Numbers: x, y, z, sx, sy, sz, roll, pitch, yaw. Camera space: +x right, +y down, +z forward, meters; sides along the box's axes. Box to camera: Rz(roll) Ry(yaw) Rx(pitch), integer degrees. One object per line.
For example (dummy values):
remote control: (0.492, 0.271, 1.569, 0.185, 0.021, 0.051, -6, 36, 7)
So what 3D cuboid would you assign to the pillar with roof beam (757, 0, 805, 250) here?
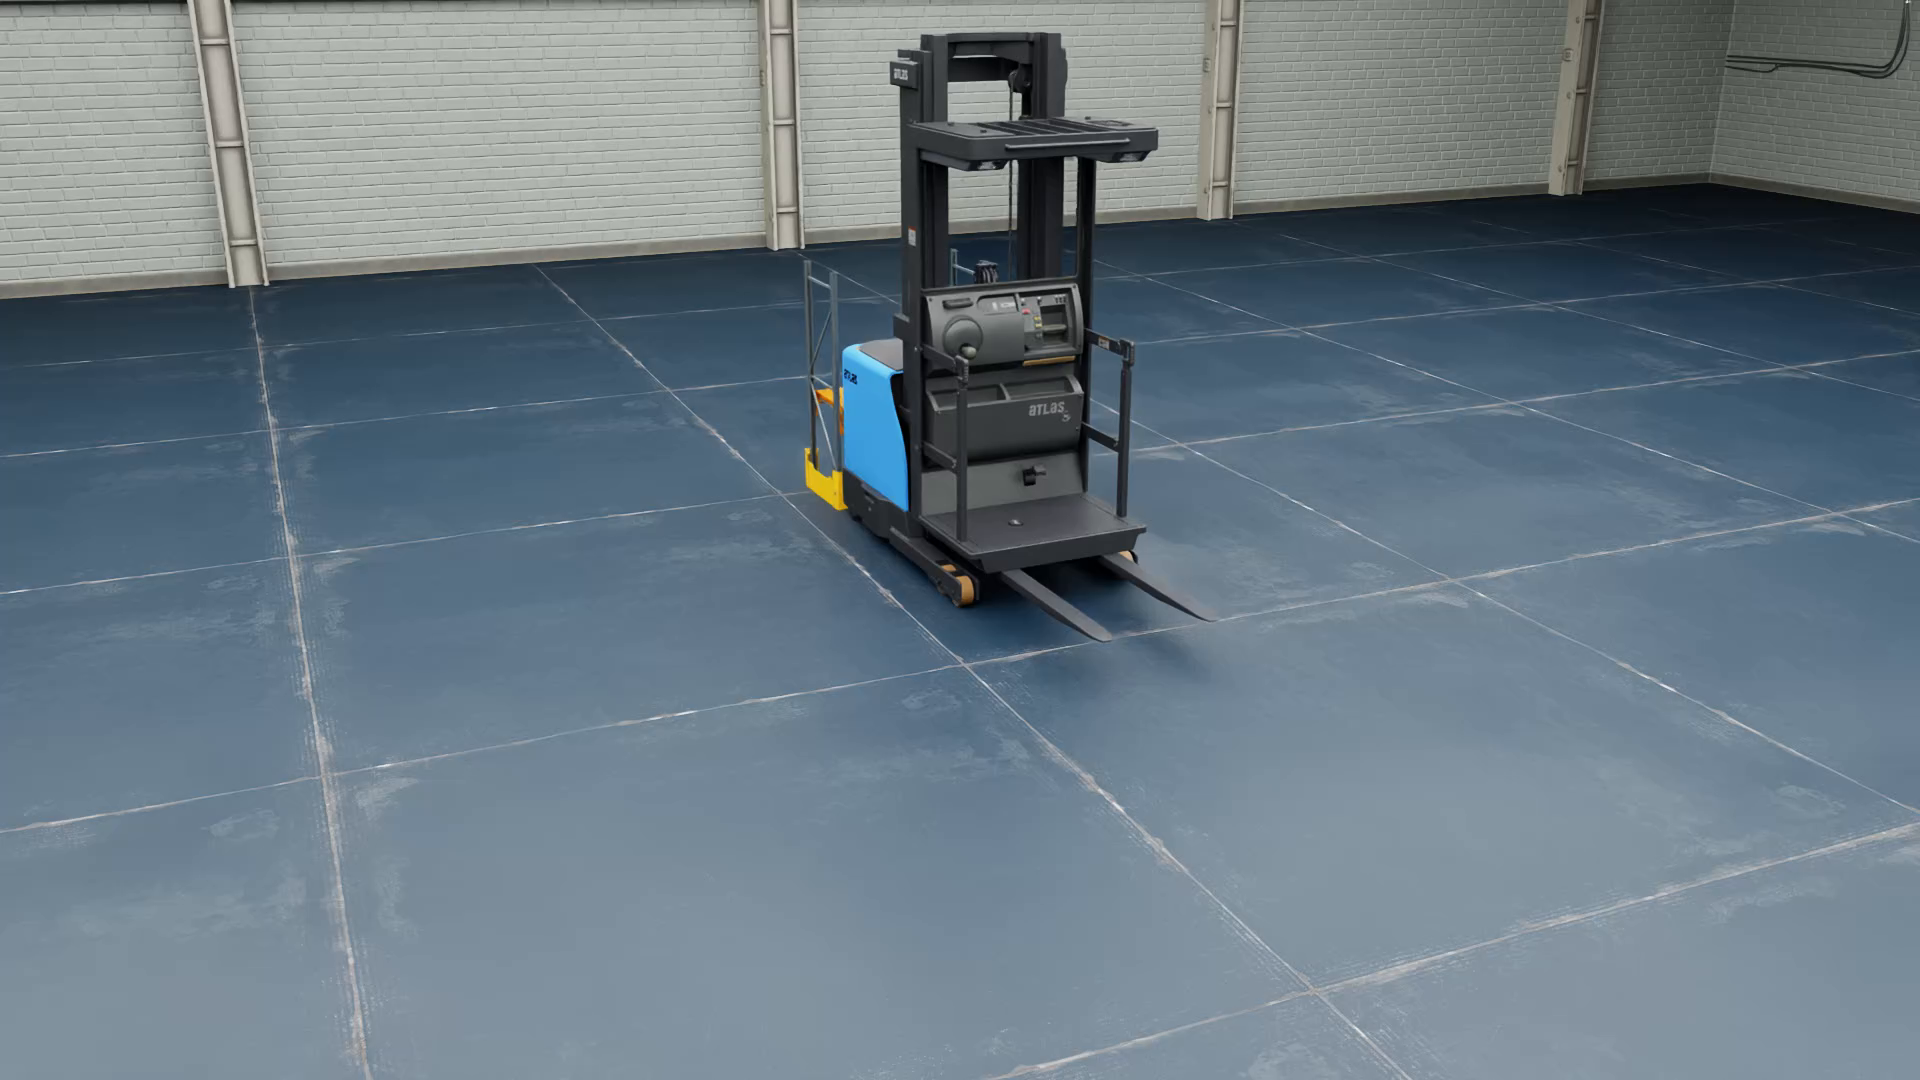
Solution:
pillar with roof beam: (-0.398, -6.462, 14.824, 0.400, 9.000, 9.100, -8, 21, -22)

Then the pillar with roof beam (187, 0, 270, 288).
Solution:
pillar with roof beam: (-5.907, -5.672, 12.583, 0.400, 9.000, 9.100, -8, 21, -22)

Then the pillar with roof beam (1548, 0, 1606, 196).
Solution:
pillar with roof beam: (10.621, -8.040, 19.308, 0.400, 9.000, 9.100, -8, 21, -22)

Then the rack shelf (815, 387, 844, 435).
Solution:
rack shelf: (-0.409, -0.894, 10.843, 1.000, 0.185, 0.538, -9, 21, -24)

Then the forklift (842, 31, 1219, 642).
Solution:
forklift: (0.345, -1.188, 8.984, 1.130, 2.935, 3.031, -9, 21, -24)

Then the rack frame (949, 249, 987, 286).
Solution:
rack frame: (0.050, -1.136, 10.988, 0.032, 1.500, 0.500, -9, 21, -24)

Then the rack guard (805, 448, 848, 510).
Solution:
rack guard: (-0.867, -0.402, 10.786, 0.087, 0.250, 0.587, -9, 21, -24)

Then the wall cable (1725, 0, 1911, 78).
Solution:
wall cable: (12.144, -7.873, 23.507, 0.112, 2.526, 3.097, -8, 21, -22)

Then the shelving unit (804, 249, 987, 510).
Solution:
shelving unit: (-0.418, -1.063, 10.780, 1.083, 1.500, 0.587, -9, 21, -24)

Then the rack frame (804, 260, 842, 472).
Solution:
rack frame: (-0.869, -0.992, 10.579, 0.032, 1.500, 0.500, -9, 21, -24)

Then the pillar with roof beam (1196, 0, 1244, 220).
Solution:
pillar with roof beam: (5.111, -7.251, 17.066, 0.400, 9.000, 9.100, -8, 21, -22)
